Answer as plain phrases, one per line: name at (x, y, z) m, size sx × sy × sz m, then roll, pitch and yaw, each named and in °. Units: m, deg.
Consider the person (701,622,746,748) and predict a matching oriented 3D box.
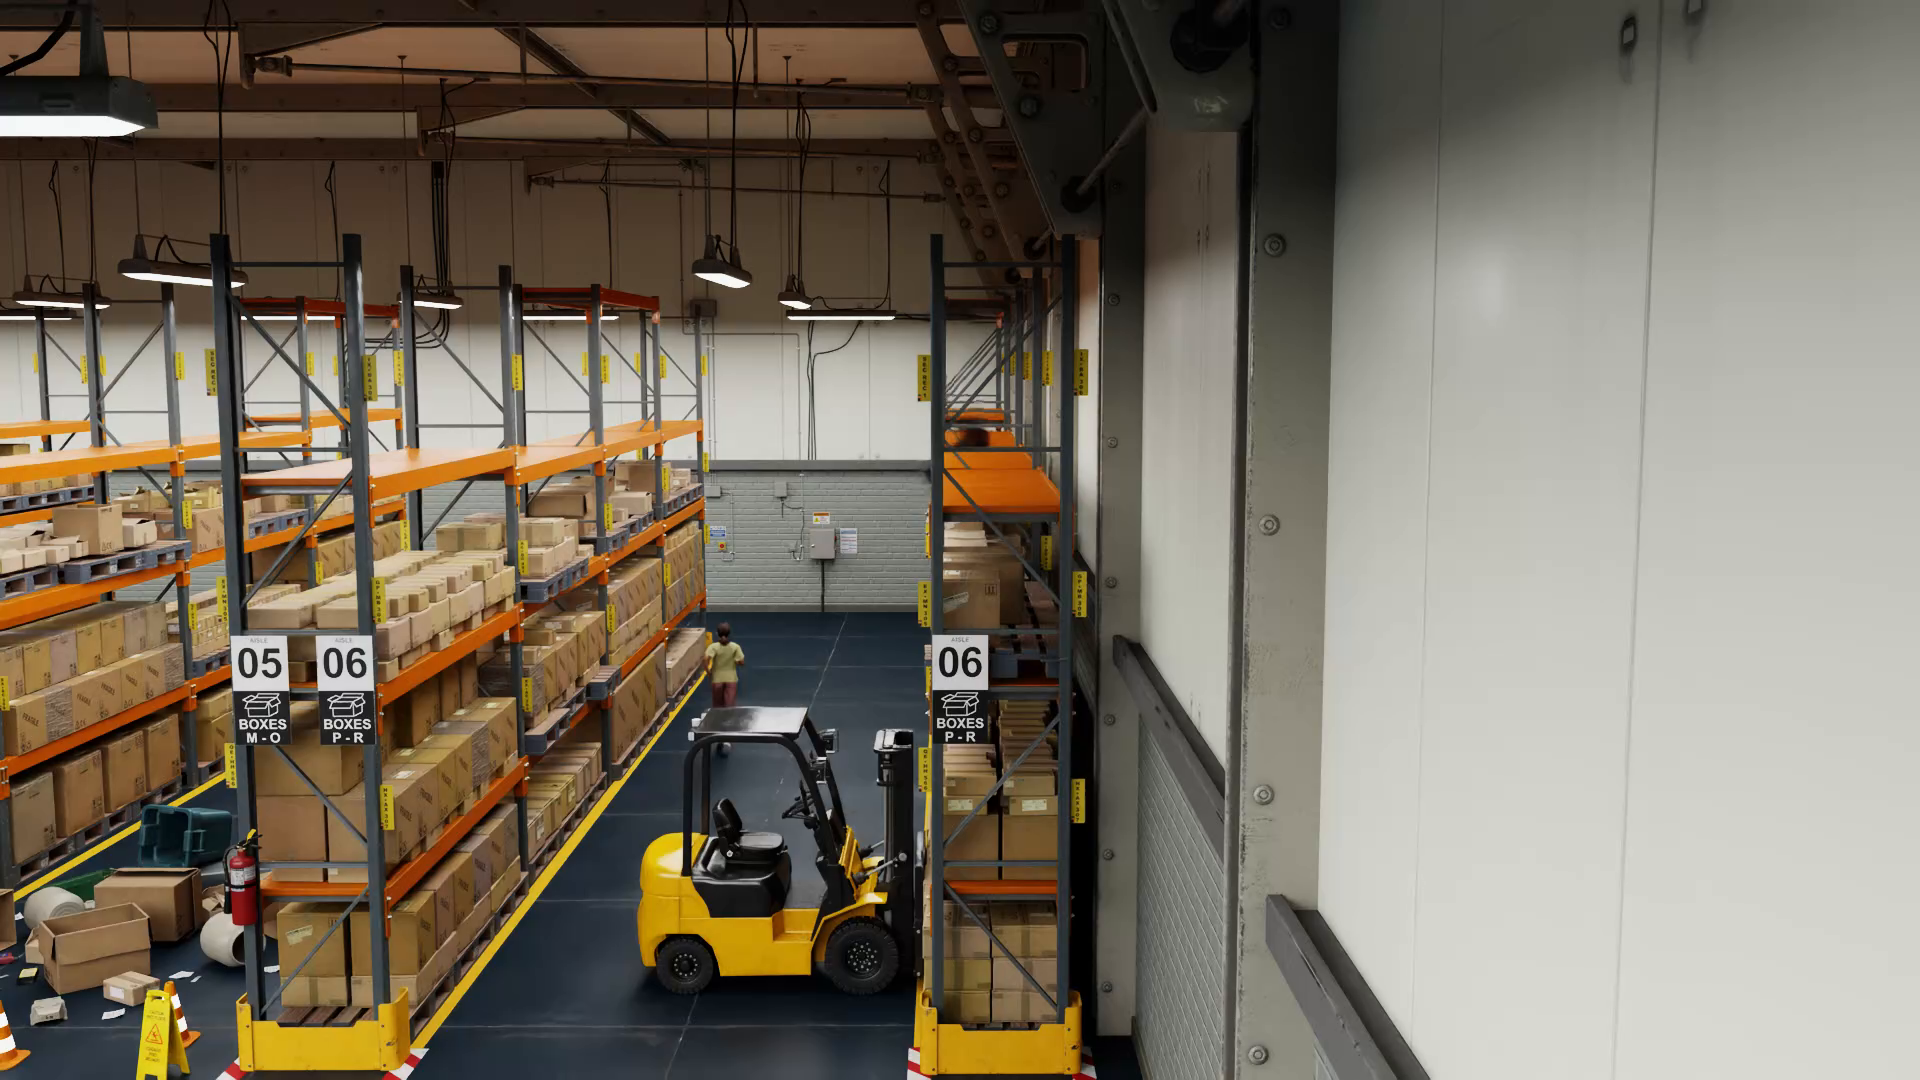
person at (-3.087, 1.924, 21.775) m, size 0.562 × 1.714 × 0.728 m, roll -1°, pitch 6°, yaw -6°
